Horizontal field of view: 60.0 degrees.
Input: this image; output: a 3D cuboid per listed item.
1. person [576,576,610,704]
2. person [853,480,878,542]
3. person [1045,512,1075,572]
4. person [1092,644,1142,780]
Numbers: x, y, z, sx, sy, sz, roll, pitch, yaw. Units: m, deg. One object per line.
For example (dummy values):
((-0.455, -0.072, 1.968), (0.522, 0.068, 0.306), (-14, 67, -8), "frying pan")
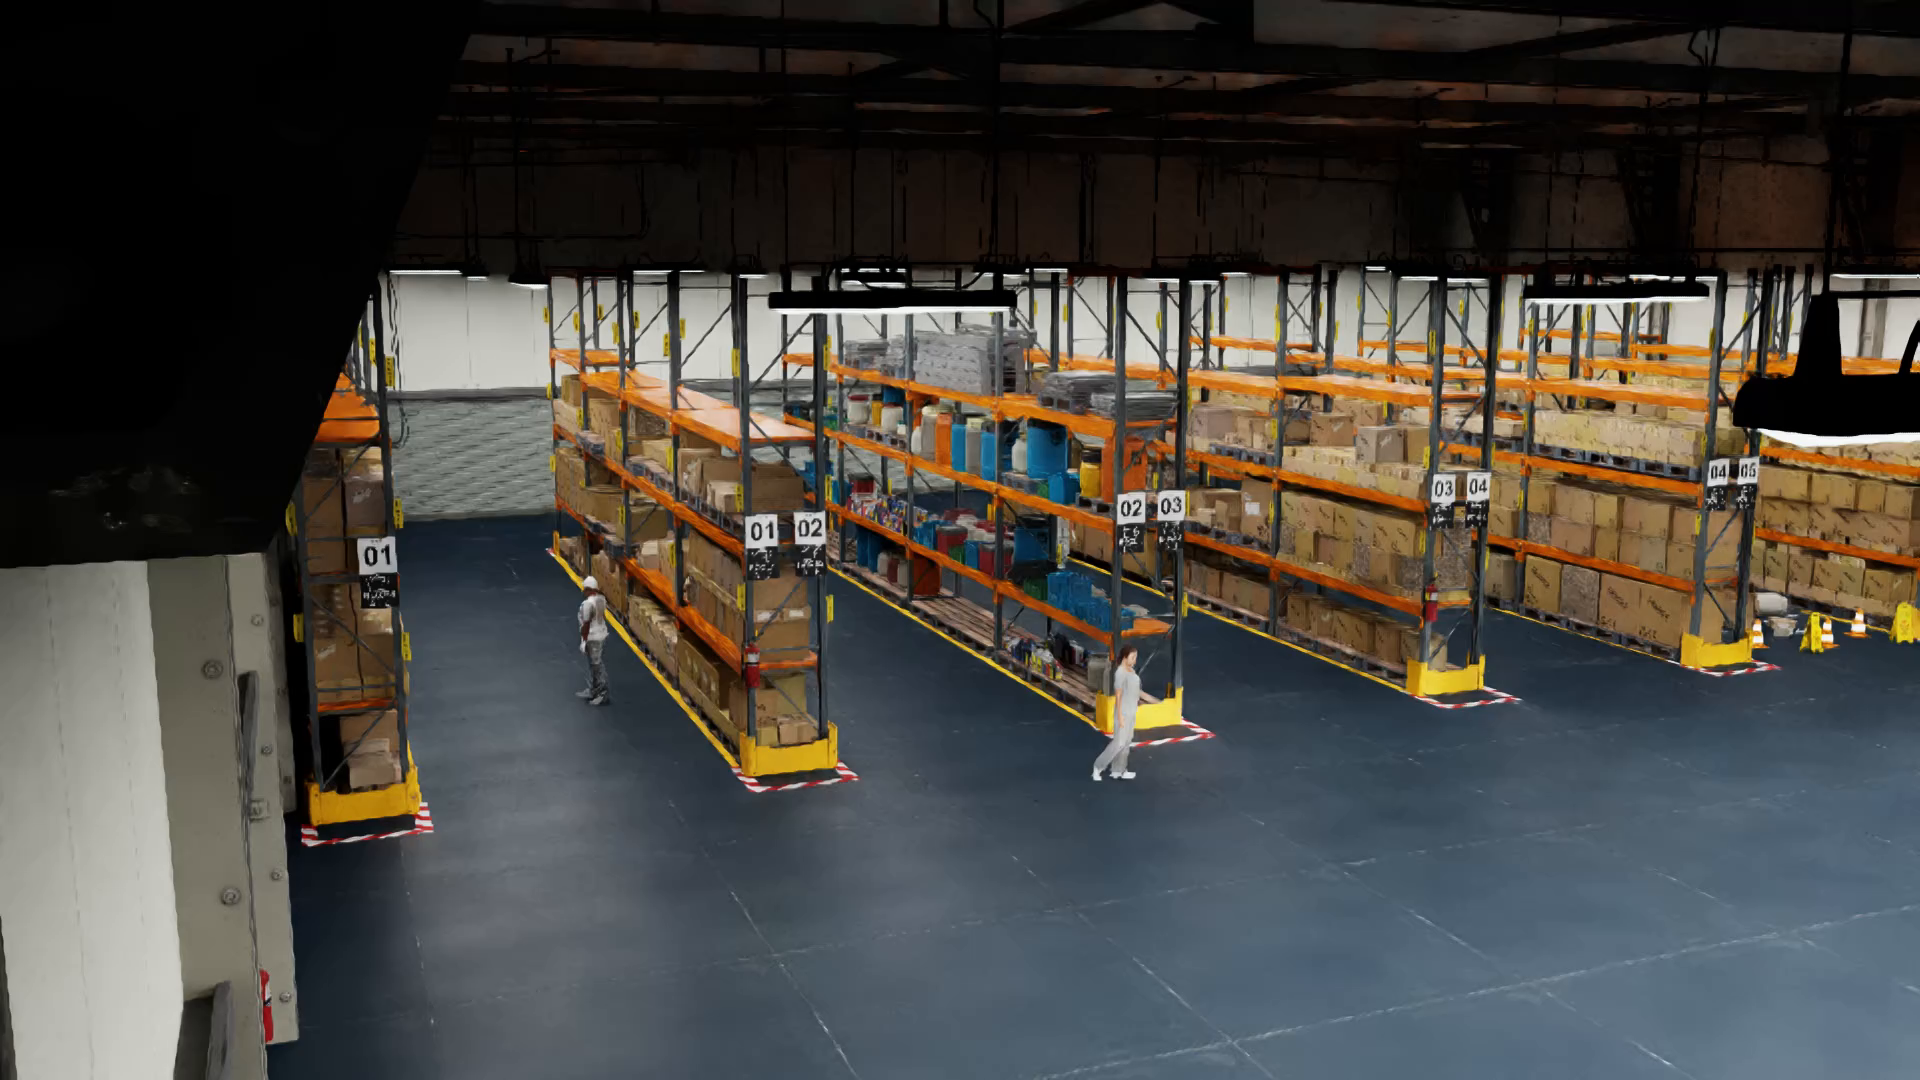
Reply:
((-5.203, 1.388, 23.462), (0.578, 1.783, 0.656), (1, 10, 5), "person")
((-1.962, -0.615, 35.687), (0.561, 1.525, 0.788), (-8, 13, -39), "person")
((1.912, -0.065, 32.043), (0.677, 1.742, 0.552), (-4, 11, -23), "person")
((1.872, 2.078, 19.931), (0.494, 1.665, 0.639), (5, 11, 28), "person")
